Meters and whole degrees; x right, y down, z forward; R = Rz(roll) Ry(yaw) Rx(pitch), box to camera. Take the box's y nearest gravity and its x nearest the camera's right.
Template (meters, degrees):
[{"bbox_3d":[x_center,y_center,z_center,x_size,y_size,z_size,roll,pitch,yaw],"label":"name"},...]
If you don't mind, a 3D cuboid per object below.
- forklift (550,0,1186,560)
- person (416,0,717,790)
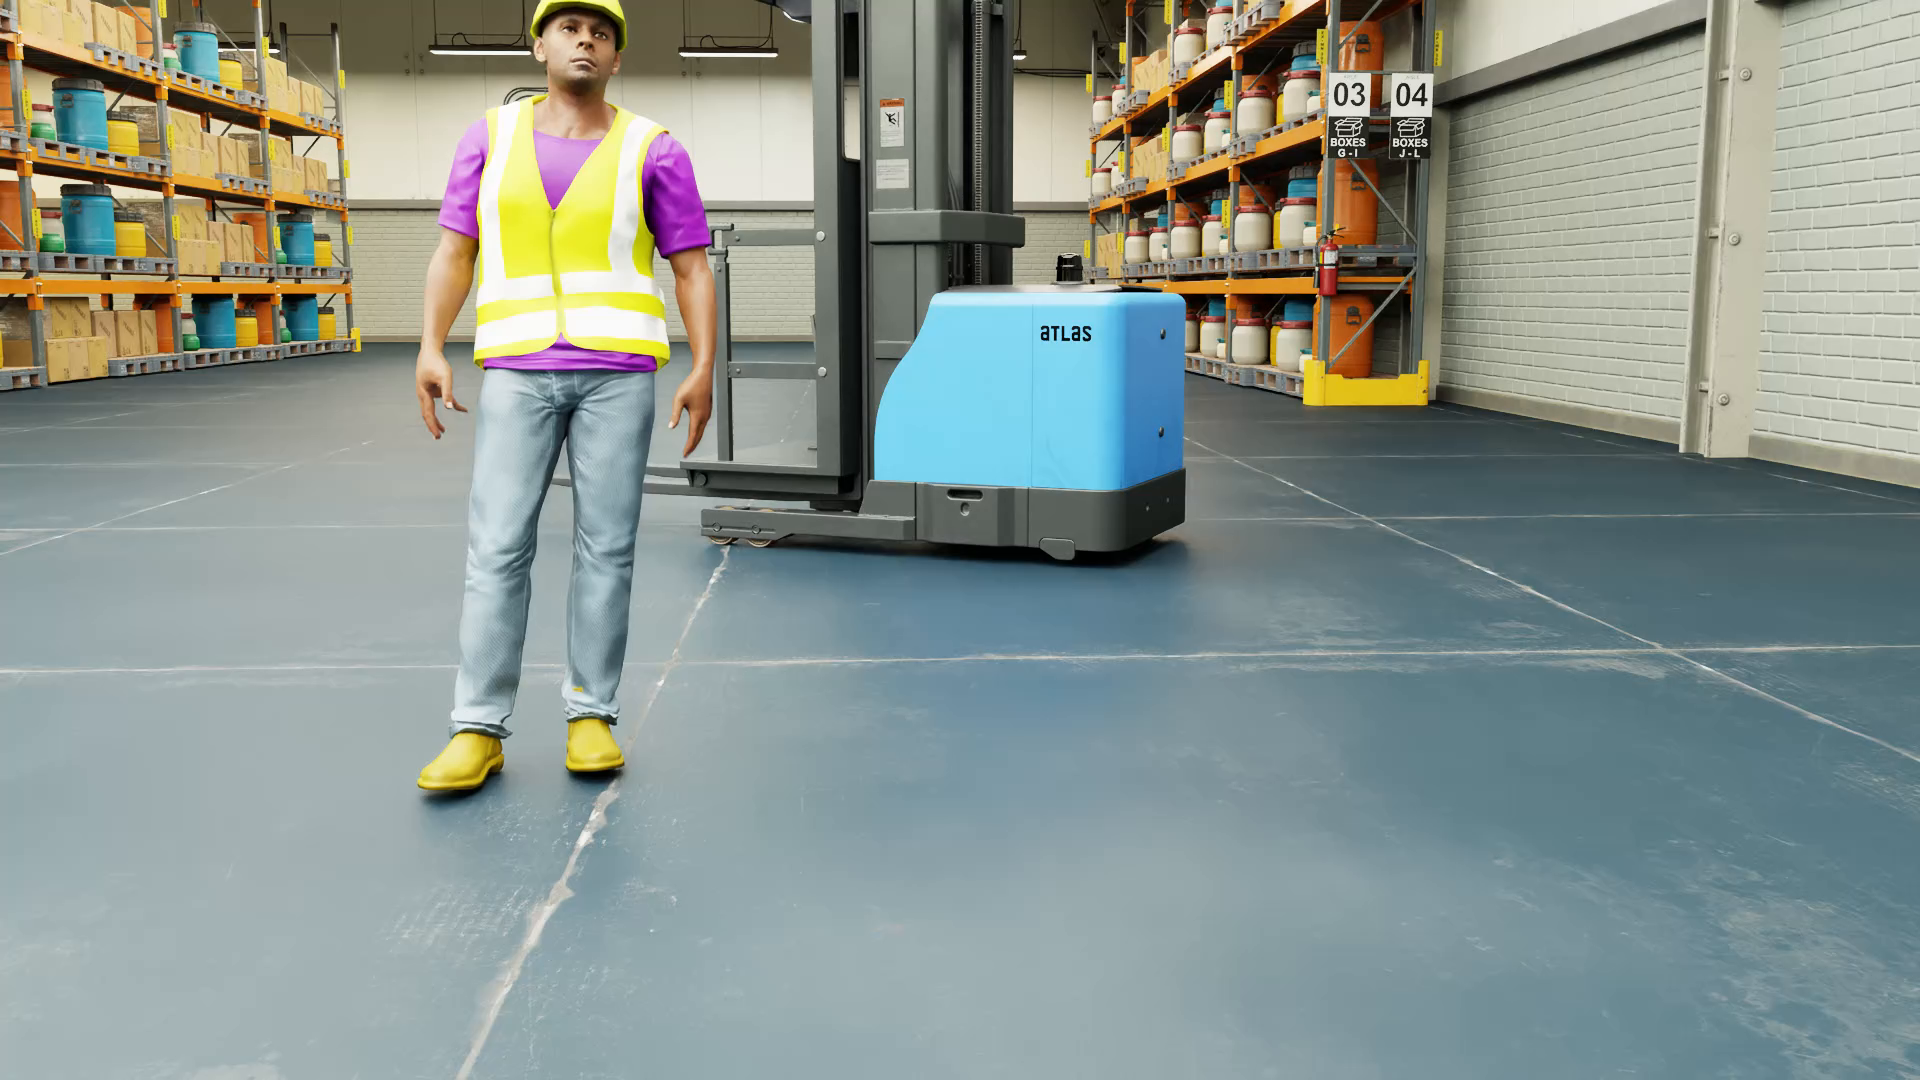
[{"bbox_3d":[-0.570,-1.485,7.334,3.031,2.935,1.130,4,9,23],"label":"forklift"},{"bbox_3d":[-0.876,-0.364,3.696,0.666,1.767,0.576,-1,8,-6],"label":"person"}]
